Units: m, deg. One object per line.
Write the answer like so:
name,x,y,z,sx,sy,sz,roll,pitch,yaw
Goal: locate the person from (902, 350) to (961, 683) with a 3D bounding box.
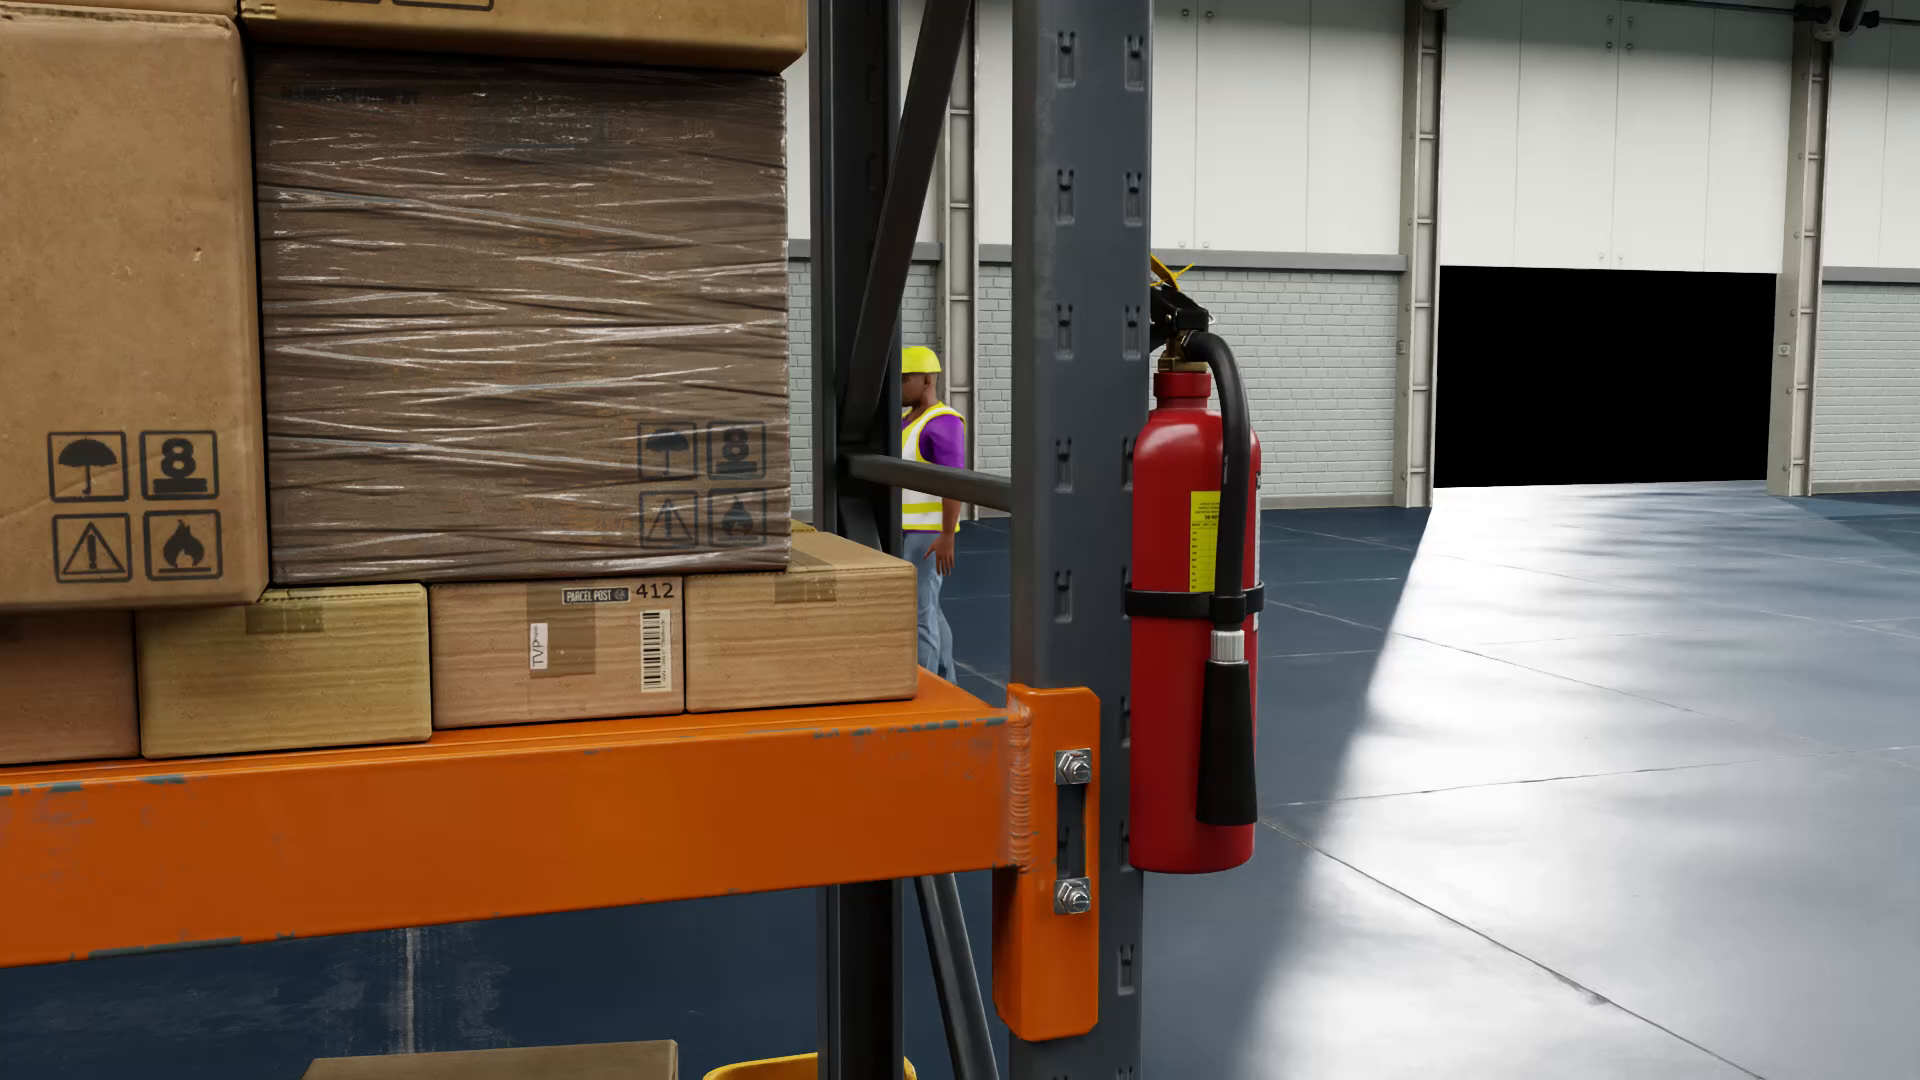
person,-0.197,-0.017,7.921,0.355,1.766,0.564,-2,6,-17
